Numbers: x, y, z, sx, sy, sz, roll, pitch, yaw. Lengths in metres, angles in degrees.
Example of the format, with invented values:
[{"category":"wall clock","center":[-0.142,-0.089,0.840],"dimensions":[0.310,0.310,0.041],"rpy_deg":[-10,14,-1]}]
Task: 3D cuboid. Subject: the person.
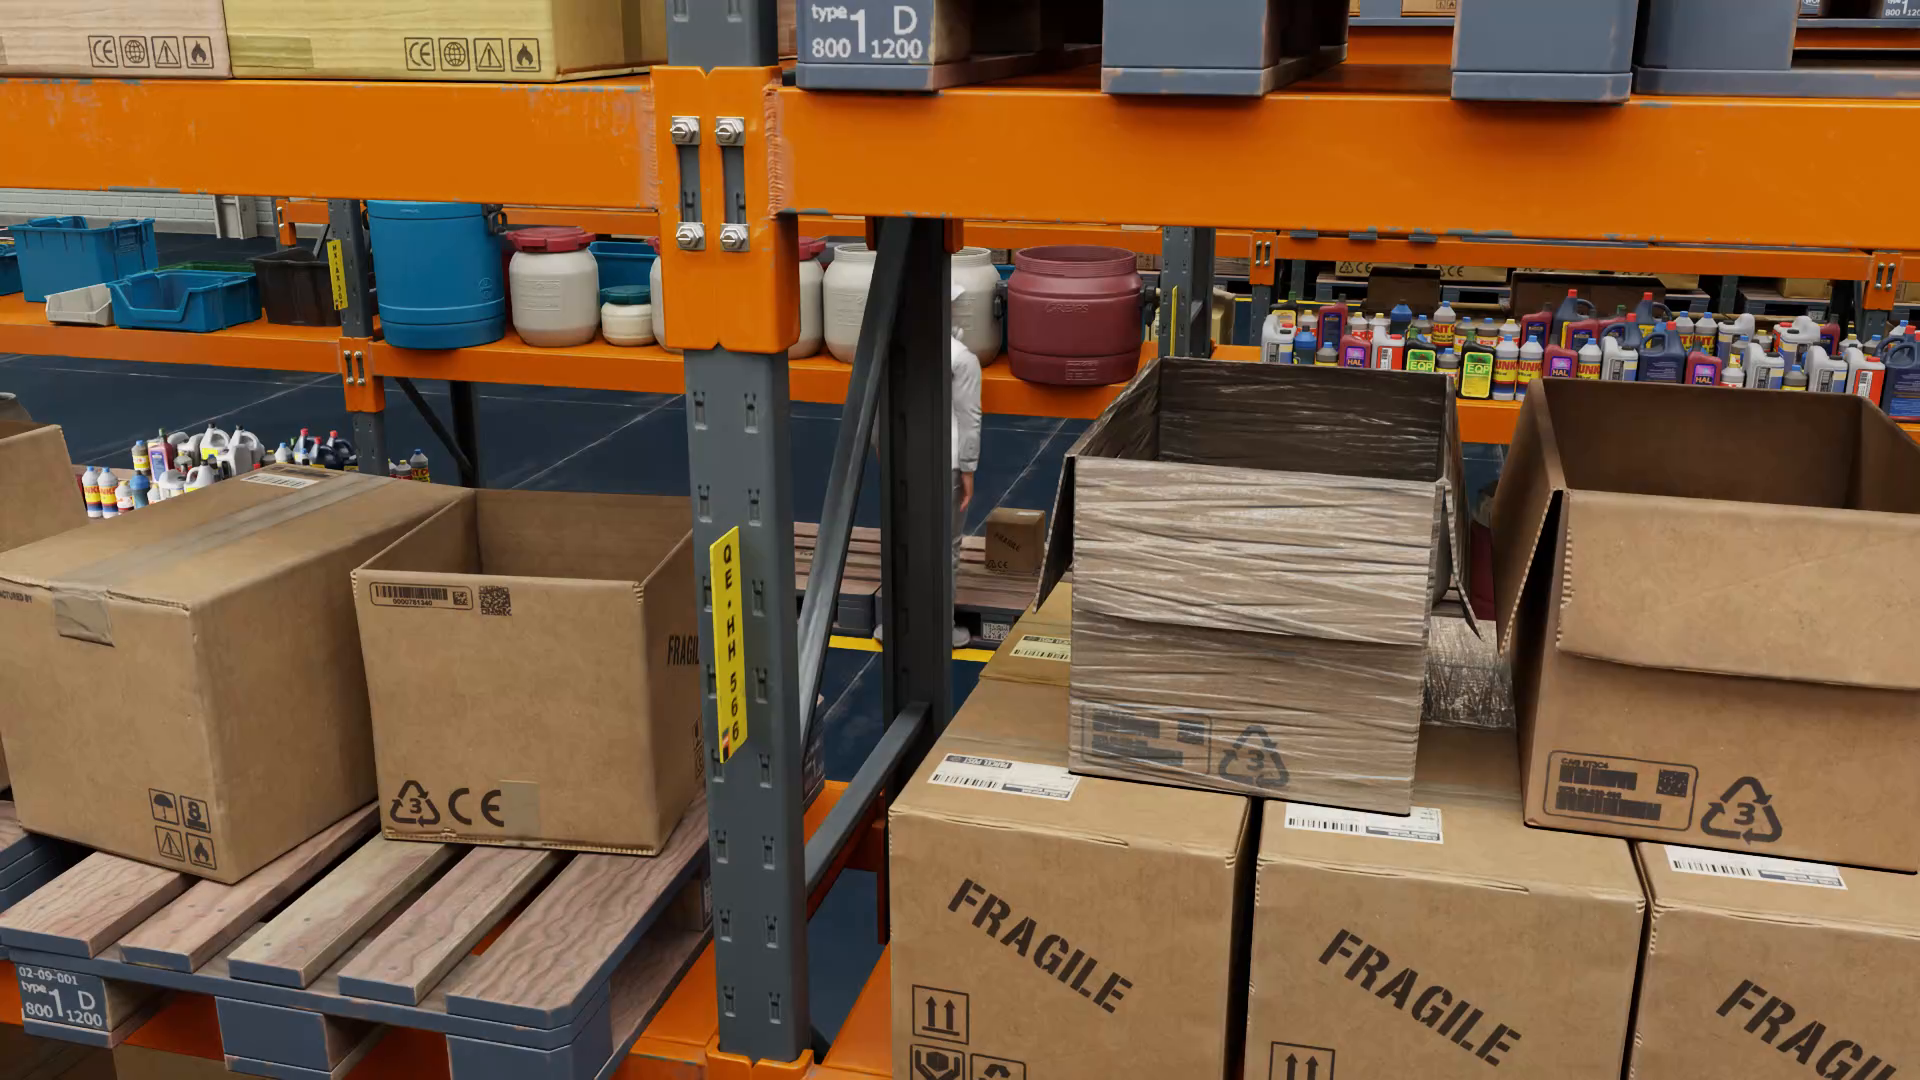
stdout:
[{"category":"person","center":[-0.150,-0.348,7.505],"dimensions":[0.604,1.791,0.388],"rpy_deg":[9,20,25]}]
